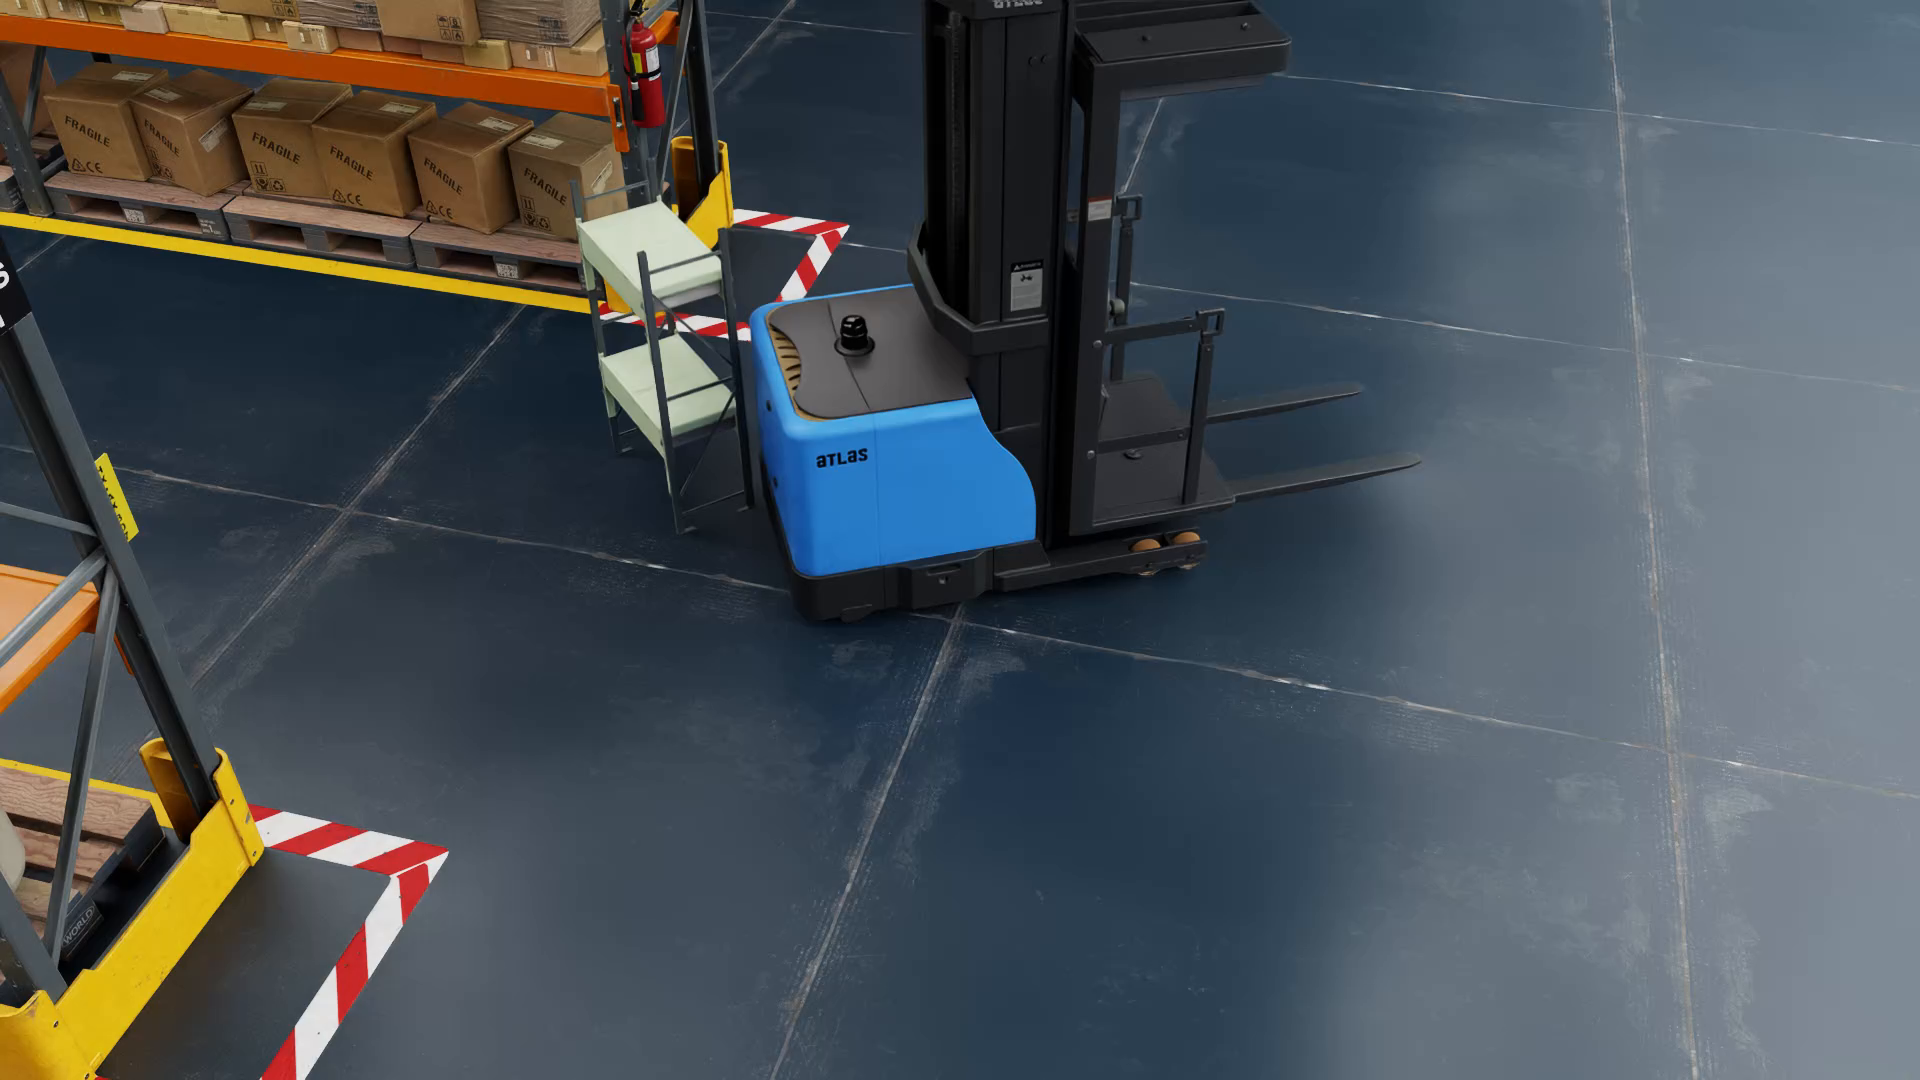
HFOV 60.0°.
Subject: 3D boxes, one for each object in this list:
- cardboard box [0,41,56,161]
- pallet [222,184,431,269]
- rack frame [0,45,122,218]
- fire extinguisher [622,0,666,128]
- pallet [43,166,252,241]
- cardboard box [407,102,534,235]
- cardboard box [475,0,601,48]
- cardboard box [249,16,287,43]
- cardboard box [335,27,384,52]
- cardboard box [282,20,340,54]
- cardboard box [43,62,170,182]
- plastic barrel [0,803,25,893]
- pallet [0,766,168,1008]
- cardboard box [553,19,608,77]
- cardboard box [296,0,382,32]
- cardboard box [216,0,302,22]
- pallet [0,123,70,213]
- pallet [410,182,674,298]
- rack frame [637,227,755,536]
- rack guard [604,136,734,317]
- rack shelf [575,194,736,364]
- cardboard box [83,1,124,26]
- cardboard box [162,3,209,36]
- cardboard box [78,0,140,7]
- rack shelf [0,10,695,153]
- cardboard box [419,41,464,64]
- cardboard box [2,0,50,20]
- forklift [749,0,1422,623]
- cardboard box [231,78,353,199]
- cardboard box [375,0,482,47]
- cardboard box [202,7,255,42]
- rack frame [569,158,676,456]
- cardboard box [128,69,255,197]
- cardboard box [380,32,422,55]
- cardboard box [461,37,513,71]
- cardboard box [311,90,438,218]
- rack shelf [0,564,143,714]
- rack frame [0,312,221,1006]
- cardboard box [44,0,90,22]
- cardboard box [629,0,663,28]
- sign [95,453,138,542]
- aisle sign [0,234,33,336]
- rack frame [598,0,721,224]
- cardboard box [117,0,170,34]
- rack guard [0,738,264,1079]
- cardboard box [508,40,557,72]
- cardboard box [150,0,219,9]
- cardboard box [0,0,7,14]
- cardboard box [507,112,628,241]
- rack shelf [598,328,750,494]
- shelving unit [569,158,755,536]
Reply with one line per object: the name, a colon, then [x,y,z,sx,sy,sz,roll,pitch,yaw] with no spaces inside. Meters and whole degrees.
cardboard box: [-6.043,-2.743,10.286,0.500,0.500,0.700,7,41,8]
pallet: [-3.615,-2.058,10.036,1.213,0.211,1.003,10,41,11]
rack frame: [-5.456,-3.417,9.486,0.127,3.000,1.000,10,41,11]
fire extinguisher: [-1.600,-2.417,8.355,0.183,0.674,0.296,10,41,11]
pallet: [-4.798,-2.259,10.276,1.213,0.211,1.003,10,41,11]
cardboard box: [-2.777,-2.148,9.592,0.500,0.500,0.500,20,44,23]
cardboard box: [-2.116,-3.012,8.695,0.500,0.500,0.875,10,41,11]
cardboard box: [-3.620,-2.843,8.999,0.250,0.149,0.380,10,41,11]
cardboard box: [-3.132,-2.772,8.914,0.250,0.149,0.380,10,41,11]
cardboard box: [-3.396,-2.759,8.898,0.250,0.149,0.380,10,41,11]
cardboard box: [-5.080,-2.529,10.046,0.500,0.500,0.500,9,41,10]
plastic barrel: [-3.527,1.055,5.769,0.421,0.512,0.421,0,40,0]
pallet: [-3.741,1.272,6.072,1.213,0.211,1.003,10,41,11]
cardboard box: [-1.920,-2.575,8.678,0.250,0.149,0.380,10,41,11]
cardboard box: [-3.102,-3.131,8.836,0.500,0.500,0.875,10,41,11]
cardboard box: [-3.582,-3.221,8.944,0.500,0.500,0.875,10,41,11]
pallet: [-6.208,-2.477,10.536,1.213,0.211,1.003,10,41,11]
pallet: [-2.441,-1.853,9.793,1.213,0.211,1.003,10,41,11]
rack frame: [-1.152,-0.668,7.379,0.400,1.500,0.023,-22,45,-24]
rack guard: [-1.665,-1.807,9.513,0.348,0.500,1.175,10,41,11]
rack shelf: [-1.347,-1.166,7.365,0.431,0.370,0.720,-22,45,-24]
cardboard box: [-4.595,-2.988,9.171,0.250,0.149,0.380,10,41,11]
cardboard box: [-4.112,-2.905,9.072,0.250,0.149,0.380,10,41,11]
cardboard box: [-4.563,-3.351,9.098,0.500,0.500,0.875,10,41,11]
rack shelf: [-3.524,-2.809,9.321,4.000,0.370,1.077,10,41,11]
cardboard box: [-2.654,-2.677,8.801,0.250,0.149,0.380,10,41,11]
cardboard box: [-5.088,-3.048,9.242,0.250,0.149,0.380,10,41,11]
forklift: [0.634,-1.281,6.996,3.031,2.935,1.130,-10,41,-11]
cardboard box: [-3.904,-2.384,9.873,0.500,0.500,0.500,6,40,8]
cardboard box: [-2.630,-3.021,8.706,0.500,0.500,0.875,10,41,11]
cardboard box: [-3.873,-2.857,9.014,0.250,0.149,0.380,10,41,11]
rack frame: [-1.542,-1.066,7.853,0.400,1.500,0.023,-22,45,-24]
cardboard box: [-4.524,-2.438,9.938,0.500,0.500,0.500,23,45,25]
cardboard box: [-2.885,-2.745,8.881,0.250,0.149,0.380,10,41,11]
cardboard box: [-2.416,-2.626,8.740,0.250,0.149,0.380,10,41,11]
cardboard box: [-3.377,-2.263,9.730,0.500,0.500,0.500,13,42,15]
rack shelf: [-4.804,0.268,5.657,4.000,0.370,1.077,10,41,11]
rack frame: [-2.872,0.325,5.030,0.127,3.000,1.000,10,41,11]
cardboard box: [-4.839,-3.024,9.213,0.250,0.149,0.380,10,41,11]
cardboard box: [-1.805,-2.851,9.008,0.250,0.149,0.380,10,41,11]
sign: [-2.725,-0.122,5.347,0.005,0.325,0.100,10,41,11]
aisle sign: [-2.727,-0.840,4.396,0.004,0.787,0.394,10,41,11]
rack frame: [-1.592,-2.752,8.694,0.127,3.000,1.000,10,41,11]
cardboard box: [-4.364,-2.921,9.091,0.250,0.149,0.380,10,41,11]
rack guard: [-2.957,1.299,5.814,0.348,0.500,1.175,10,41,11]
cardboard box: [-2.162,-2.616,8.728,0.250,0.149,0.380,10,41,11]
cardboard box: [-4.054,-3.330,9.074,0.500,0.500,0.875,10,41,11]
cardboard box: [-5.326,-3.098,9.301,0.250,0.149,0.380,10,41,11]
cardboard box: [-2.190,-2.069,9.499,0.500,0.500,0.500,17,43,19]
rack shelf: [-1.347,-0.617,7.826,0.431,0.370,0.720,-22,45,-24]
shelving unit: [-1.347,-0.867,7.616,0.431,1.500,0.755,-22,45,-24]
